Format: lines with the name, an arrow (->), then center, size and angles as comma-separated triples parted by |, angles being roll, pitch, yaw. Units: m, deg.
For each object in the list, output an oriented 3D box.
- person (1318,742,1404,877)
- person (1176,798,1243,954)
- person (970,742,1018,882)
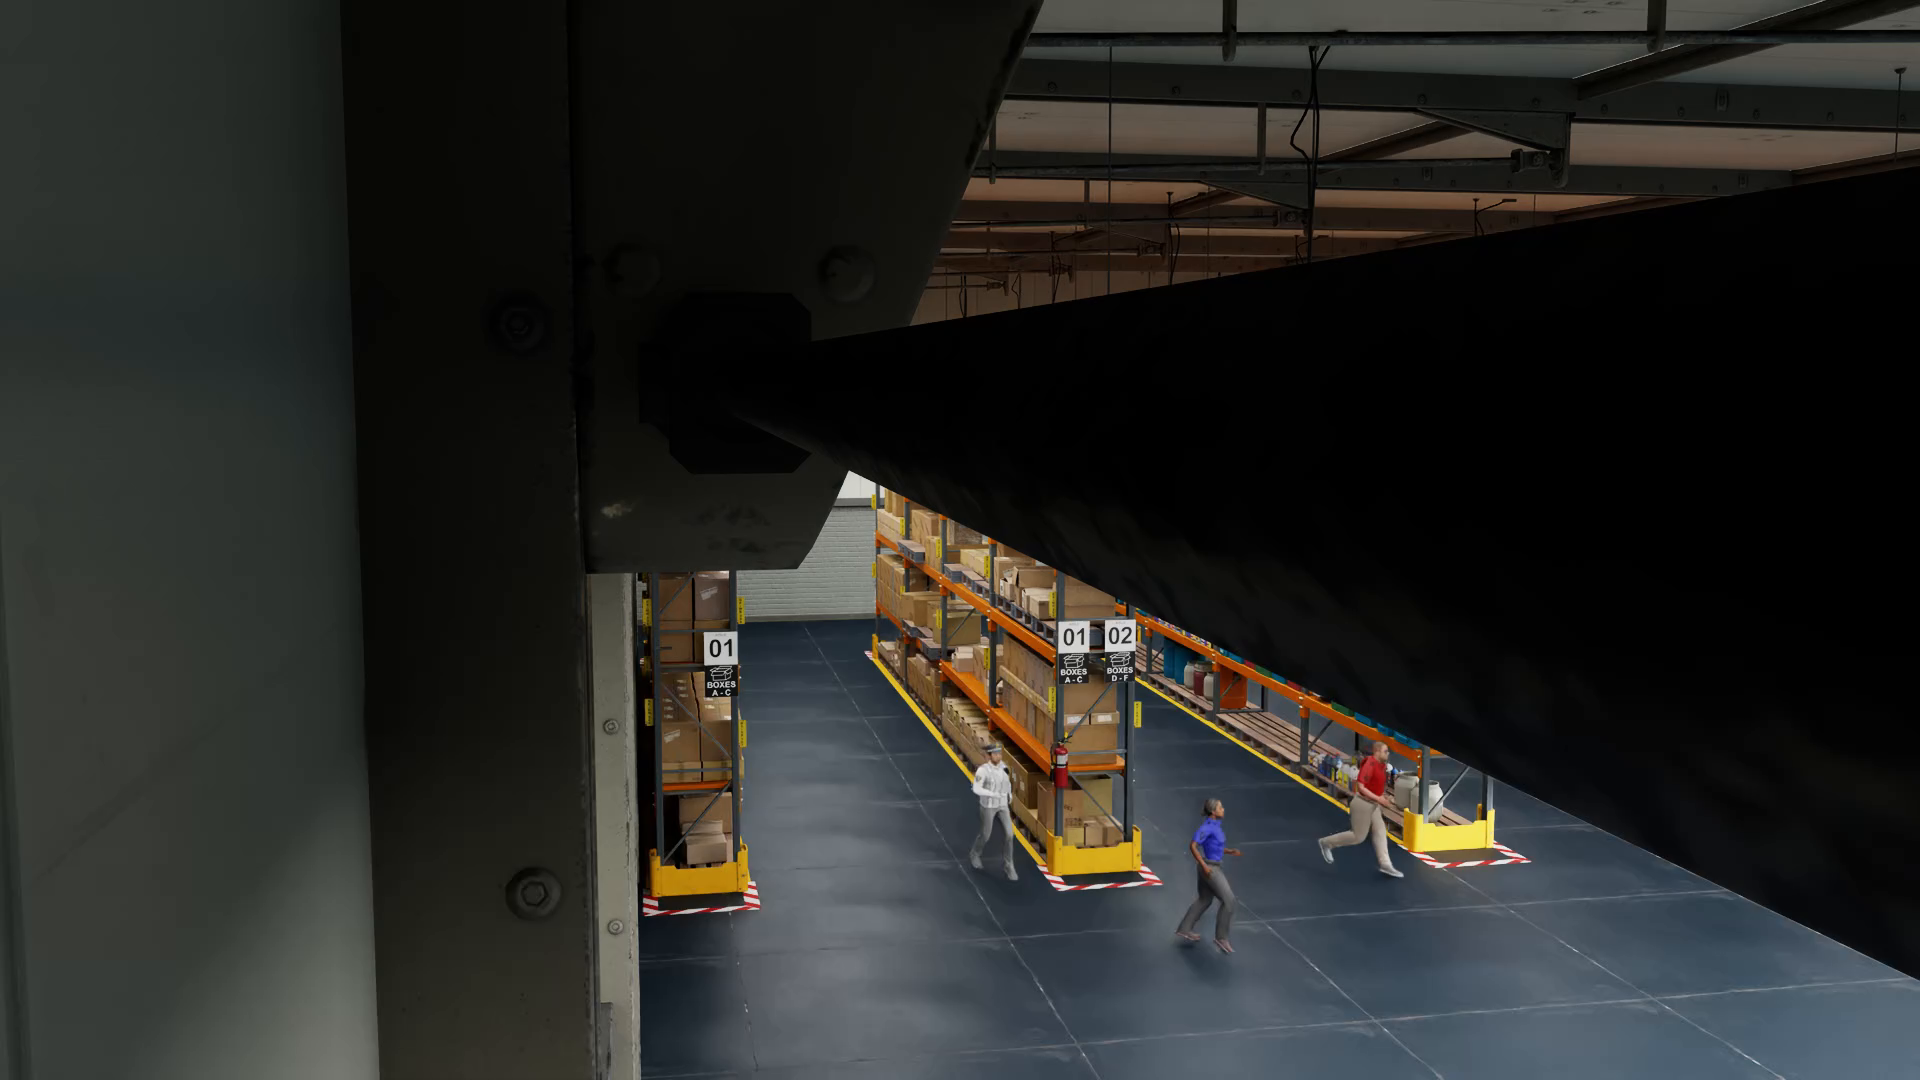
person -> 5.065, 3.347, 20.892 | 1.065, 1.692, 0.693 | 2, 6, 23
person -> 2.729, 3.664, 18.164 | 0.725, 1.721, 0.586 | 1, 6, 8
person -> 0.409, 3.360, 20.787 | 0.646, 1.751, 0.785 | -4, 7, -31
